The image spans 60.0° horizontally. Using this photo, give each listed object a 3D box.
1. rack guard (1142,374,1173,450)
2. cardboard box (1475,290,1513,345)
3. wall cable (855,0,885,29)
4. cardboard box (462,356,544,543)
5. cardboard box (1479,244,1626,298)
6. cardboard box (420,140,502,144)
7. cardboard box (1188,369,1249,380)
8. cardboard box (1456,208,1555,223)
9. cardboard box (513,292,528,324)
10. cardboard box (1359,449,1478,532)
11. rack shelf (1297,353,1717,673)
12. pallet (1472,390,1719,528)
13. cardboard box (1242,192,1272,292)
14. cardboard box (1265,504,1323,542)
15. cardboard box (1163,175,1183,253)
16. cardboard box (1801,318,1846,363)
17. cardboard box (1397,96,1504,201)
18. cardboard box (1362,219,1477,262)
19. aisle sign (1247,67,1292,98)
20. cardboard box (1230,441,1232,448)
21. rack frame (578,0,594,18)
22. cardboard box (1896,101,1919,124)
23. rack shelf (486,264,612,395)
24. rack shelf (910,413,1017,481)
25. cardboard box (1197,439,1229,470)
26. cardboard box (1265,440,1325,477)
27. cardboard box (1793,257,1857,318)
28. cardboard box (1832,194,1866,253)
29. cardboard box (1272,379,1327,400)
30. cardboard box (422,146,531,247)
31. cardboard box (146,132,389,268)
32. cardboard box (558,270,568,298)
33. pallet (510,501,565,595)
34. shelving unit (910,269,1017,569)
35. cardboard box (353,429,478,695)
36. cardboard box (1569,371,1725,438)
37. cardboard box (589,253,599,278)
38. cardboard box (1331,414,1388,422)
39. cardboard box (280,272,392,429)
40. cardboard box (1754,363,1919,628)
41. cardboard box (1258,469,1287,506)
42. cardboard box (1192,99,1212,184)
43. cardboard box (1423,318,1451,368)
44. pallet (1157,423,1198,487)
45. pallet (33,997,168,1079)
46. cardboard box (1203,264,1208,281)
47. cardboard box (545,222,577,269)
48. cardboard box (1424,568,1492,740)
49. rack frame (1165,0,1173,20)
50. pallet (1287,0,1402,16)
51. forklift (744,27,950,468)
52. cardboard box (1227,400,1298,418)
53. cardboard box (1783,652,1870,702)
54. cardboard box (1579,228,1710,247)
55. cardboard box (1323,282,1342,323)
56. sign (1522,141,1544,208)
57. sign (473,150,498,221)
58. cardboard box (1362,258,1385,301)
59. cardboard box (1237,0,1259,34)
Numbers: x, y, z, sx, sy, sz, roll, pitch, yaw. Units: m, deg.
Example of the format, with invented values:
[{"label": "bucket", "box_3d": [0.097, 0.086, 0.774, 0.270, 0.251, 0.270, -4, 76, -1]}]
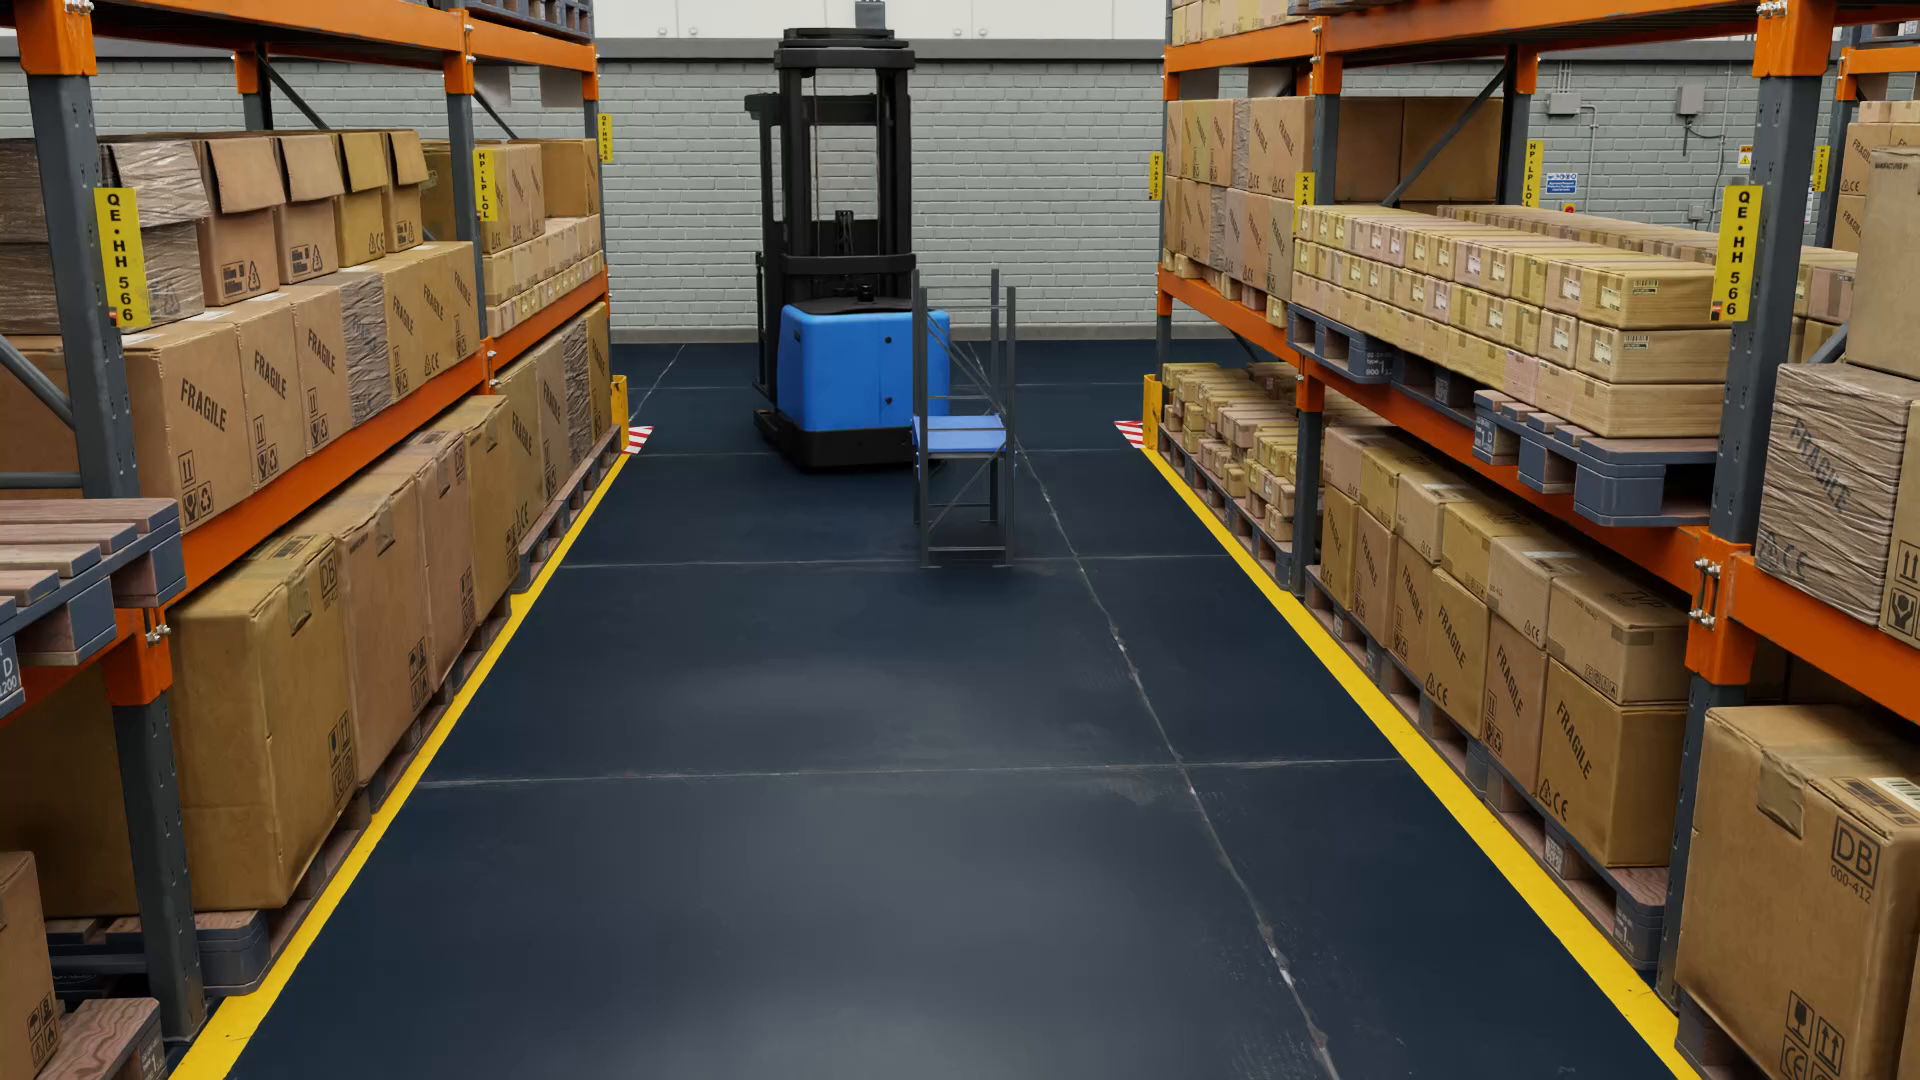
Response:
[{"label": "rack guard", "box_3d": [1.942, -0.944, 12.194, 1.175, 0.500, 0.348, -1, 14, -3]}, {"label": "cardboard box", "box_3d": [1.896, -0.720, 5.369, 0.380, 0.149, 0.250, -1, 14, -3]}, {"label": "wall cable", "box_3d": [0.071, -8.045, 16.280, 2.277, 5.999, 0.120, -1, 14, -3]}, {"label": "cardboard box", "box_3d": [-2.732, -0.467, 8.745, 0.875, 0.875, 0.875, -1, 14, -3]}, {"label": "cardboard box", "box_3d": [1.896, -0.863, 5.328, 0.380, 0.149, 0.250, 0, 14, -2]}, {"label": "cardboard box", "box_3d": [-3.228, -2.309, 10.681, 0.500, 0.500, 0.500, -1, 14, -5]}, {"label": "cardboard box", "box_3d": [1.768, -1.083, 11.399, 0.380, 0.149, 0.250, -1, 14, -2]}, {"label": "cardboard box", "box_3d": [2.423, -1.385, 7.358, 0.380, 0.149, 0.250, -1, 14, -5]}, {"label": "cardboard box", "box_3d": [-2.491, -1.216, 8.735, 0.380, 0.149, 0.250, 0, 14, -2]}, {"label": "cardboard box", "box_3d": [2.003, -0.215, 7.011, 0.500, 0.250, 0.500, 0, 14, -2]}, {"label": "rack shelf", "box_3d": [2.309, -0.333, 6.246, 1.077, 0.370, 4.000, -1, 14, -3]}, {"label": "pallet", "box_3d": [2.283, -0.267, 4.930, 1.213, 0.211, 1.003, -1, 14, -3]}, {"label": "cardboard box", "box_3d": [1.843, -1.617, 8.993, 0.500, 0.500, 0.500, -1, 14, -5]}, {"label": "cardboard box", "box_3d": [1.821, -0.094, 8.751, 0.380, 0.149, 0.250, -1, 14, -3]}, {"label": "cardboard box", "box_3d": [1.690, -2.251, 11.456, 0.500, 0.500, 0.500, 0, 14, -1]}, {"label": "cardboard box", "box_3d": [2.604, -0.533, 4.644, 0.380, 0.149, 0.250, 0, 14, -1]}, {"label": "cardboard box", "box_3d": [2.401, -1.972, 8.366, 0.500, 0.500, 0.500, -1, 14, -2]}, {"label": "cardboard box", "box_3d": [1.817, -1.185, 6.580, 0.380, 0.149, 0.250, -1, 14, -4]}, {"label": "aisle sign", "box_3d": [2.233, -3.456, 11.721, 0.394, 0.787, 0.004, -1, 14, -3]}, {"label": "cardboard box", "box_3d": [1.862, -0.614, 10.174, 0.380, 0.149, 0.250, 0, 14, -1]}, {"label": "rack frame", "box_3d": [-3.019, -5.028, 11.008, 1.000, 3.000, 0.127, -1, 14, -3]}, {"label": "cardboard box", "box_3d": [6.607, -2.899, 11.266, 0.380, 0.149, 0.250, 0, 14, -2]}, {"label": "rack shelf", "box_3d": [-2.895, -1.277, 9.912, 1.077, 0.370, 4.000, -1, 14, -3]}, {"label": "rack shelf", "box_3d": [0.005, -0.531, 9.302, 0.538, 0.185, 1.000, -1, 14, -3]}, {"label": "cardboard box", "box_3d": [1.717, -0.545, 10.505, 0.380, 0.149, 0.250, -2, 15, -6]}, {"label": "cardboard box", "box_3d": [1.848, -0.437, 8.891, 0.380, 0.149, 0.250, -1, 14, -3]}, {"label": "cardboard box", "box_3d": [2.579, -0.739, 4.846, 0.380, 0.149, 0.250, -1, 14, -5]}, {"label": "cardboard box", "box_3d": [6.615, -2.200, 11.857, 0.500, 0.500, 0.500, -1, 14, -4]}, {"label": "cardboard box", "box_3d": [2.277, -0.966, 10.945, 0.380, 0.149, 0.250, -1, 15, -6]}, {"label": "cardboard box", "box_3d": [-2.568, -1.808, 8.733, 0.500, 0.500, 0.500, -1, 14, -3]}, {"label": "cardboard box", "box_3d": [-2.692, -1.332, 6.471, 0.797, 0.503, 0.637, -1, 14, -3]}, {"label": "cardboard box", "box_3d": [-2.574, -1.537, 9.985, 0.380, 0.149, 0.250, -1, 14, -2]}, {"label": "pallet", "box_3d": [-2.740, 0.032, 8.977, 1.003, 0.211, 1.213, -1, 14, -3]}, {"label": "shelving unit", "box_3d": [0.005, -0.705, 9.257, 0.538, 1.500, 1.048, -1, 14, -3]}, {"label": "cardboard box", "box_3d": [-2.655, 0.079, 6.621, 1.225, 0.875, 0.875, -1, 14, -5]}, {"label": "cardboard box", "box_3d": [1.944, -0.382, 4.651, 0.380, 0.149, 0.250, -1, 14, -3]}, {"label": "cardboard box", "box_3d": [-2.651, -1.853, 11.212, 0.380, 0.149, 0.250, -1, 14, -3]}, {"label": "cardboard box", "box_3d": [2.375, -0.640, 9.677, 0.380, 0.149, 0.250, -1, 14, -2]}, {"label": "cardboard box", "box_3d": [-2.380, -0.686, 5.974, 0.500, 0.500, 0.500, -1, 14, -3]}, {"label": "cardboard box", "box_3d": [2.192, -0.117, 3.761, 0.500, 0.500, 0.500, -1, 14, -3]}, {"label": "cardboard box", "box_3d": [1.820, -0.286, 8.902, 0.380, 0.149, 0.250, -2, 15, -6]}, {"label": "cardboard box", "box_3d": [1.748, -2.480, 10.340, 0.500, 0.500, 0.500, -1, 14, -5]}, {"label": "cardboard box", "box_3d": [1.870, -0.701, 5.891, 0.380, 0.149, 0.250, 0, 14, -2]}, {"label": "pallet", "box_3d": [1.957, -0.602, 11.443, 1.003, 0.211, 1.213, -1, 14, -3]}, {"label": "pallet", "box_3d": [-2.476, 1.412, 3.615, 1.003, 0.211, 1.213, -1, 14, -3]}, {"label": "cardboard box", "box_3d": [1.804, -1.774, 10.905, 0.380, 0.149, 0.250, 0, 14, -1]}, {"label": "cardboard box", "box_3d": [-2.661, -1.825, 10.303, 0.500, 0.250, 0.500, -1, 14, -5]}, {"label": "cardboard box", "box_3d": [2.054, 0.403, 6.115, 0.500, 0.500, 0.500, -2, 15, -6]}, {"label": "rack frame", "box_3d": [1.938, -5.079, 11.208, 1.000, 3.000, 0.127, -1, 14, -3]}, {"label": "pallet", "box_3d": [2.117, -2.386, 7.136, 1.213, 0.211, 1.003, -1, 14, -3]}, {"label": "forklift", "box_3d": [-0.959, -2.232, 12.317, 1.130, 2.935, 3.031, -4, 15, -16]}, {"label": "cardboard box", "box_3d": [1.843, -0.761, 10.150, 0.380, 0.149, 0.250, -1, 14, -3]}, {"label": "cardboard box", "box_3d": [2.632, 0.284, 5.070, 0.500, 0.250, 0.500, -2, 15, -6]}, {"label": "cardboard box", "box_3d": [2.503, -1.061, 6.098, 0.380, 0.149, 0.250, -1, 14, -4]}, {"label": "cardboard box", "box_3d": [1.785, -1.025, 7.151, 0.380, 0.149, 0.250, -1, 14, -3]}, {"label": "sign", "box_3d": [2.739, -1.749, 7.982, 0.100, 0.325, 0.005, -1, 14, -3]}, {"label": "sign", "box_3d": [-2.230, -1.661, 7.797, 0.100, 0.325, 0.005, -1, 14, -3]}, {"label": "cardboard box", "box_3d": [1.821, -1.040, 6.611, 0.380, 0.149, 0.250, 0, 14, -1]}, {"label": "cardboard box", "box_3d": [1.834, -2.928, 9.167, 0.500, 0.250, 0.500, -1, 14, -4]}]
